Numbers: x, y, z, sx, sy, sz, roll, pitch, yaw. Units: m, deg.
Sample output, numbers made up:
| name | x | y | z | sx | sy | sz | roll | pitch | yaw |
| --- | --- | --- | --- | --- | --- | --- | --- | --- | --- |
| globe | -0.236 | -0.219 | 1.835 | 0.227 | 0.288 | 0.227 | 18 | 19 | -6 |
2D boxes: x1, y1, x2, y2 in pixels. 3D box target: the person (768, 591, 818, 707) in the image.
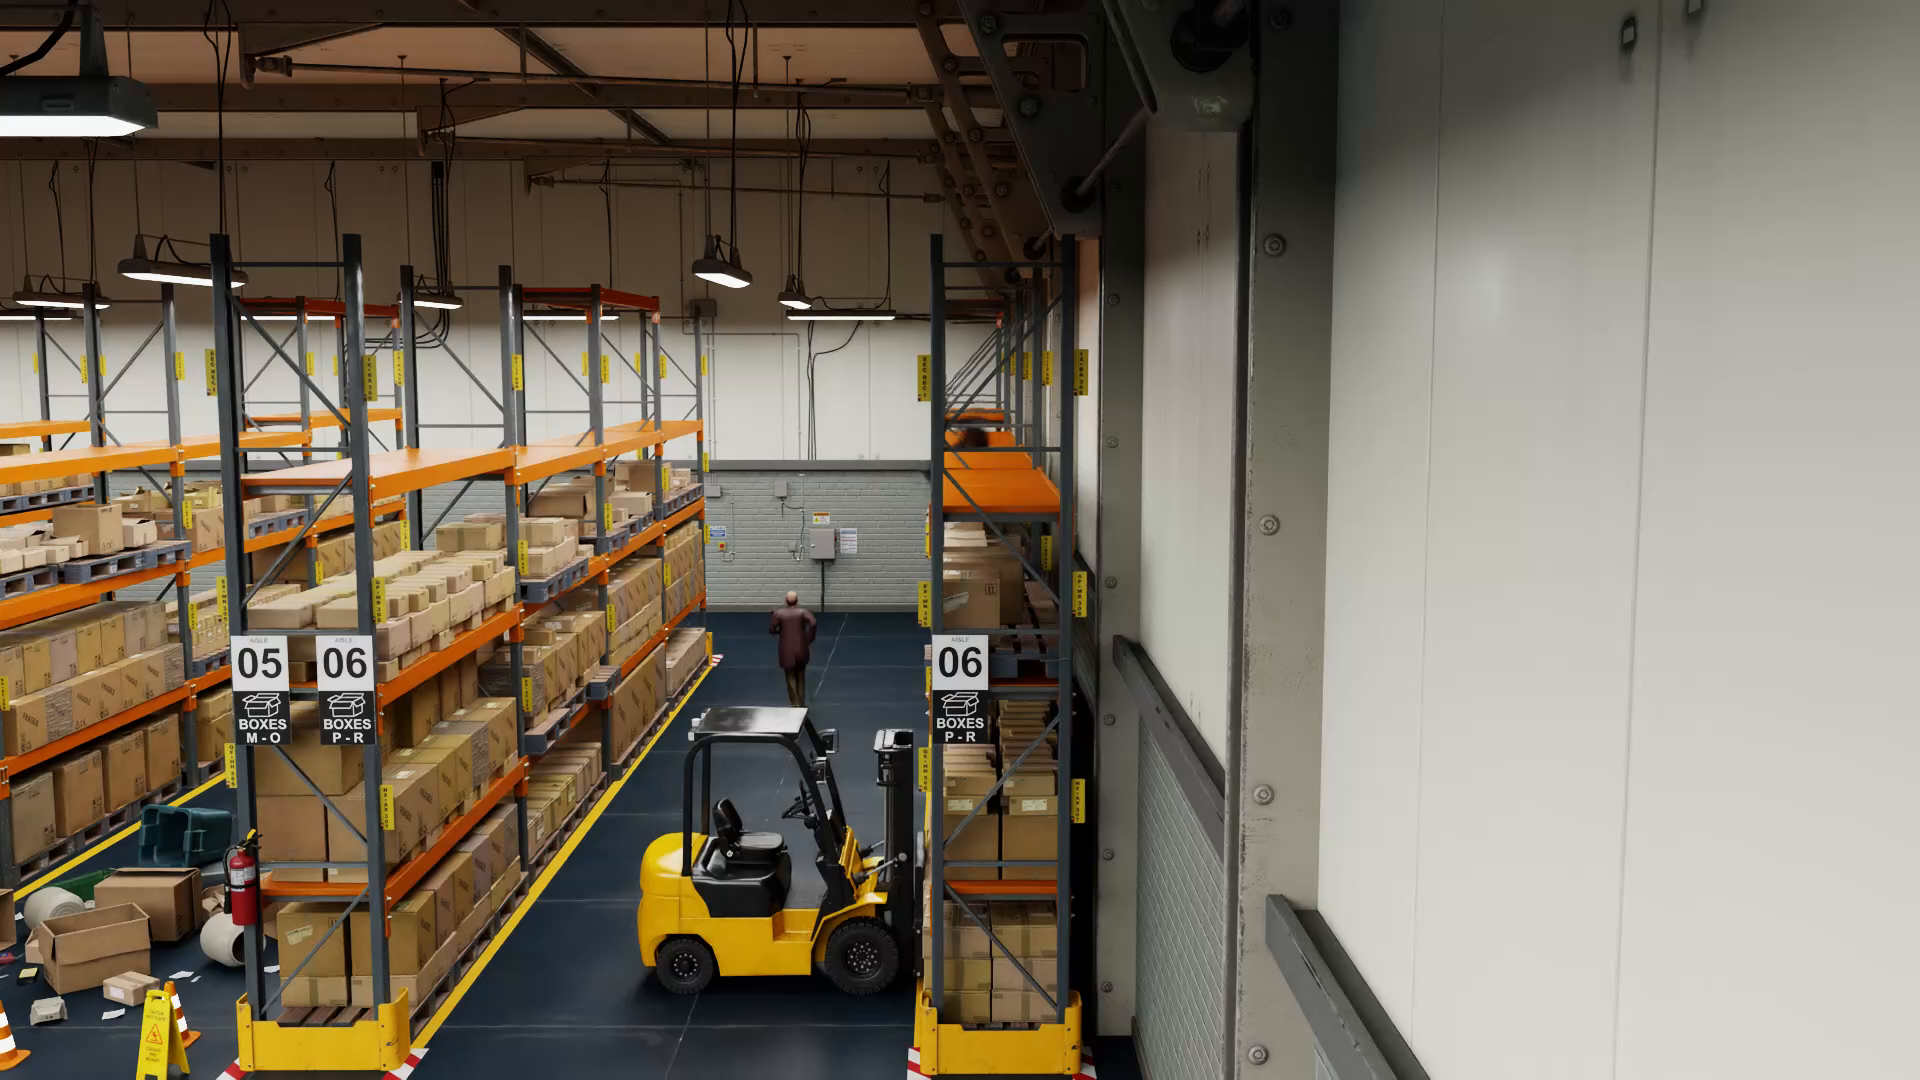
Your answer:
| name | x | y | z | sx | sy | sz | roll | pitch | yaw |
| --- | --- | --- | --- | --- | --- | --- | --- | --- | --- |
| person | -2.413 | 1.650 | 24.035 | 0.685 | 1.818 | 0.865 | -1 | 6 | -12 |
